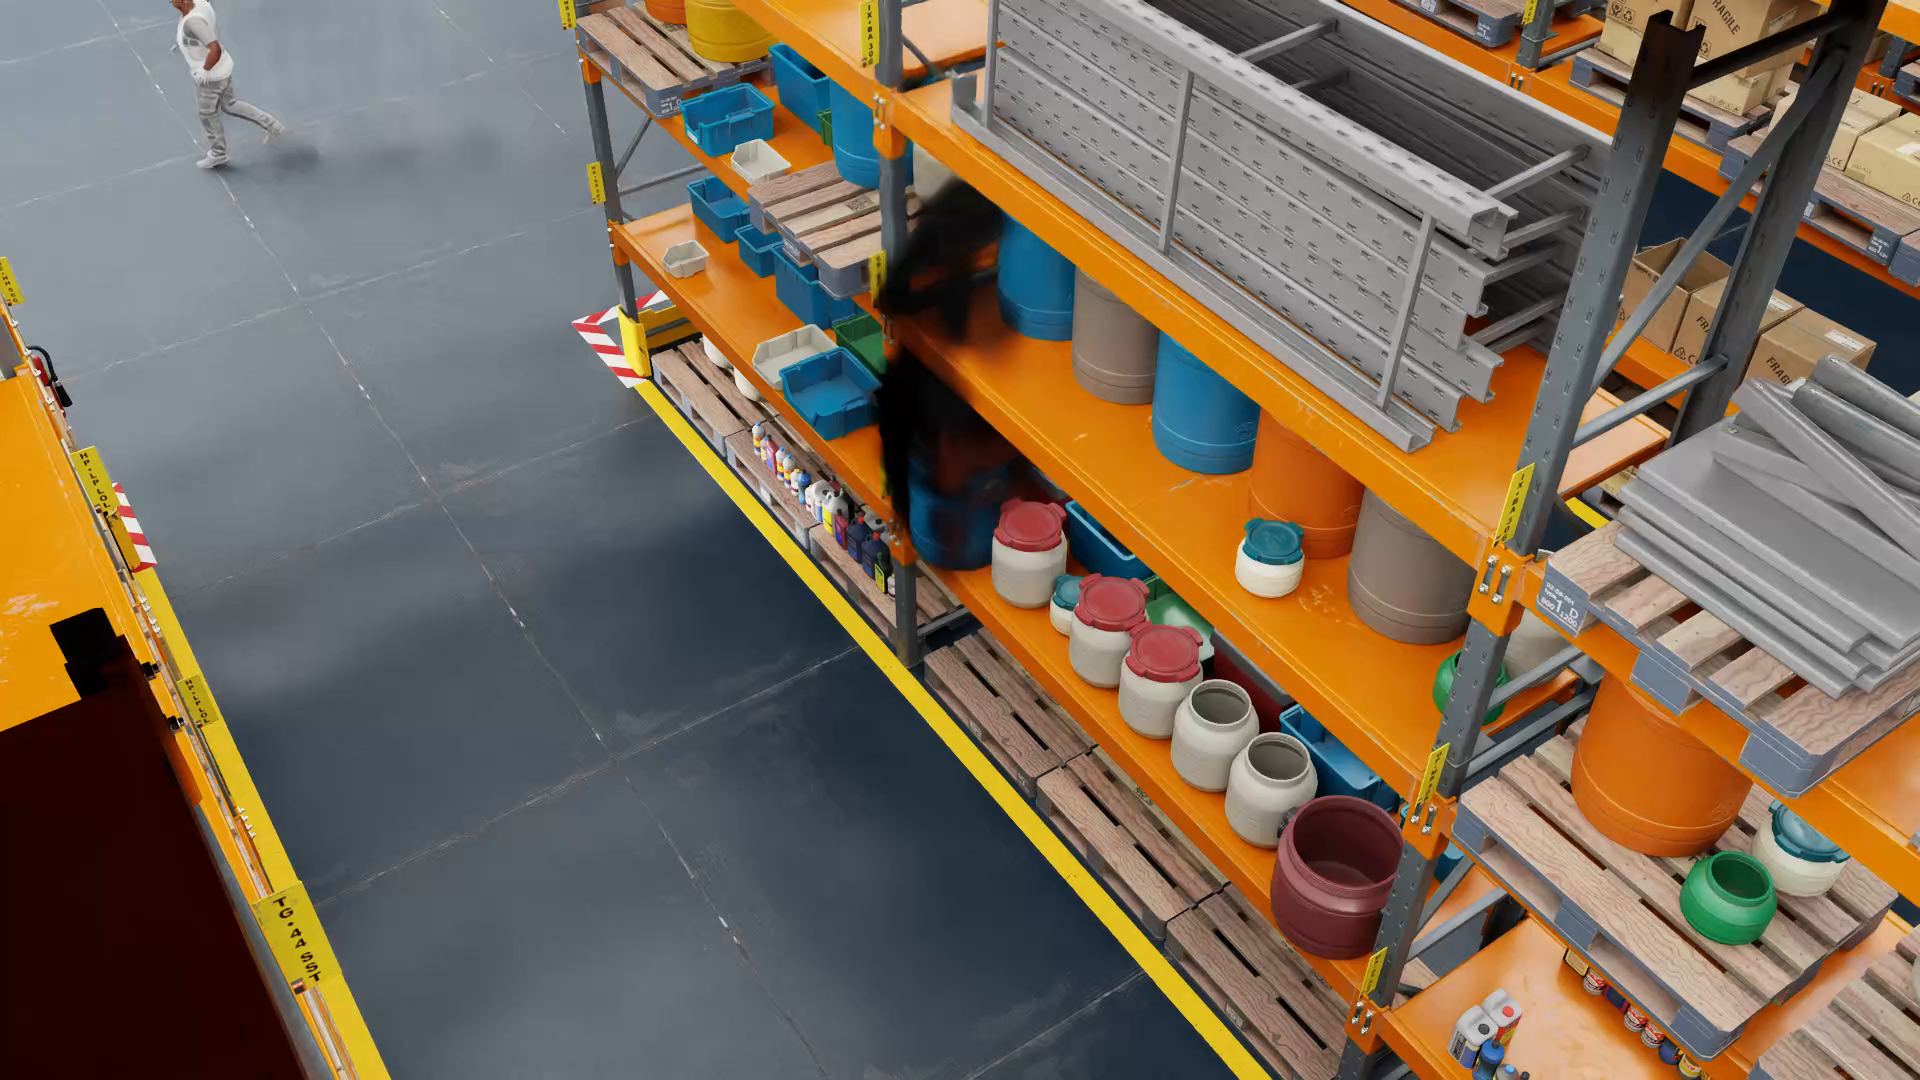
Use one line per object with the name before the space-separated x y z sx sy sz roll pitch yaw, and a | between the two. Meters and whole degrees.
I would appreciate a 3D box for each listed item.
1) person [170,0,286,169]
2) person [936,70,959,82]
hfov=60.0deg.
person | -6.727 -4.223 15.034 0.863 1.794 0.707 -7 43 -8
person | -0.367 -4.839 15.725 0.986 1.785 0.613 -9 43 -10
